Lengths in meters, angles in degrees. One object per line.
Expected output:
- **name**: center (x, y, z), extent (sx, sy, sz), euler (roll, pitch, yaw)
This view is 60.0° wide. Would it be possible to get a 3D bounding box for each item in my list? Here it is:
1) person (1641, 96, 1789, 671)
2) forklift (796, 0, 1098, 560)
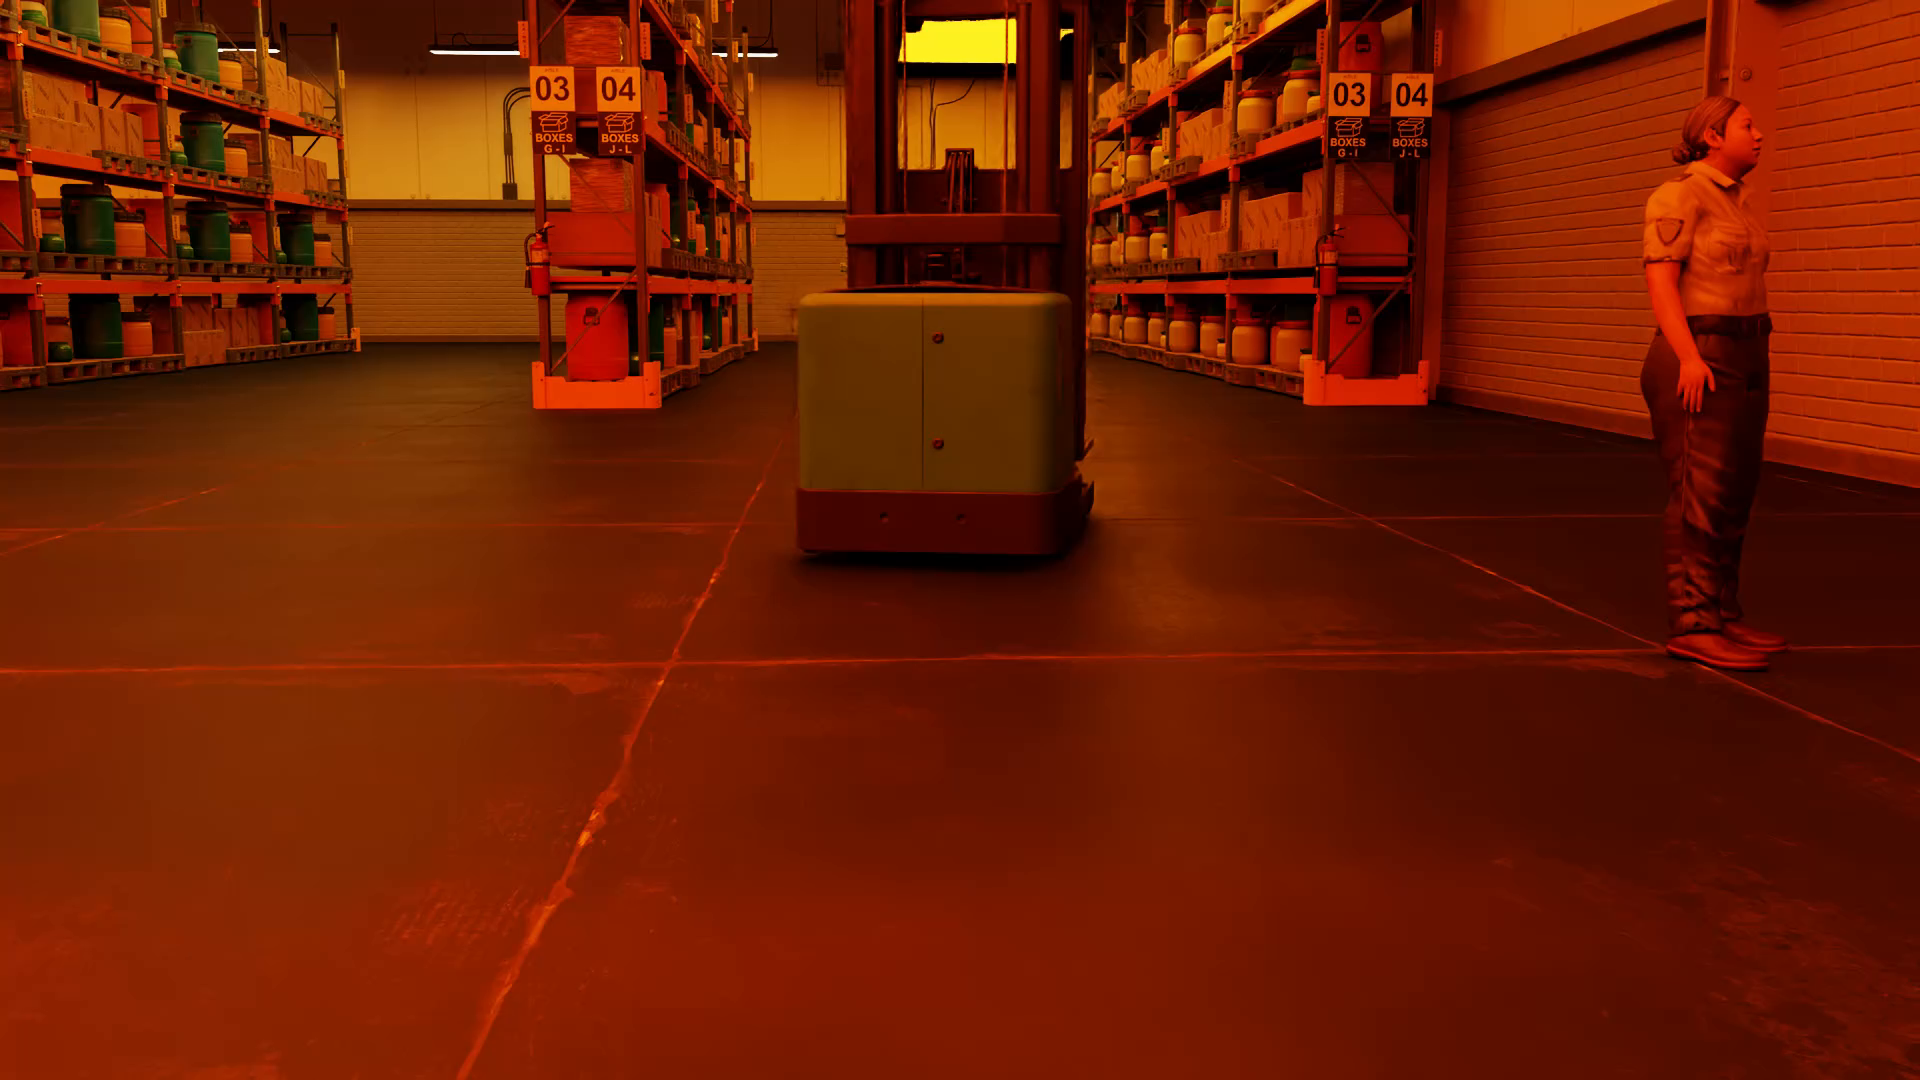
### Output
- **person**: center (2.310, -0.483, 4.958), extent (0.573, 1.661, 0.475), euler (-8, 12, -43)
- **forklift**: center (0.064, -1.549, 7.760), extent (1.130, 2.935, 3.031), euler (1, 9, 8)
